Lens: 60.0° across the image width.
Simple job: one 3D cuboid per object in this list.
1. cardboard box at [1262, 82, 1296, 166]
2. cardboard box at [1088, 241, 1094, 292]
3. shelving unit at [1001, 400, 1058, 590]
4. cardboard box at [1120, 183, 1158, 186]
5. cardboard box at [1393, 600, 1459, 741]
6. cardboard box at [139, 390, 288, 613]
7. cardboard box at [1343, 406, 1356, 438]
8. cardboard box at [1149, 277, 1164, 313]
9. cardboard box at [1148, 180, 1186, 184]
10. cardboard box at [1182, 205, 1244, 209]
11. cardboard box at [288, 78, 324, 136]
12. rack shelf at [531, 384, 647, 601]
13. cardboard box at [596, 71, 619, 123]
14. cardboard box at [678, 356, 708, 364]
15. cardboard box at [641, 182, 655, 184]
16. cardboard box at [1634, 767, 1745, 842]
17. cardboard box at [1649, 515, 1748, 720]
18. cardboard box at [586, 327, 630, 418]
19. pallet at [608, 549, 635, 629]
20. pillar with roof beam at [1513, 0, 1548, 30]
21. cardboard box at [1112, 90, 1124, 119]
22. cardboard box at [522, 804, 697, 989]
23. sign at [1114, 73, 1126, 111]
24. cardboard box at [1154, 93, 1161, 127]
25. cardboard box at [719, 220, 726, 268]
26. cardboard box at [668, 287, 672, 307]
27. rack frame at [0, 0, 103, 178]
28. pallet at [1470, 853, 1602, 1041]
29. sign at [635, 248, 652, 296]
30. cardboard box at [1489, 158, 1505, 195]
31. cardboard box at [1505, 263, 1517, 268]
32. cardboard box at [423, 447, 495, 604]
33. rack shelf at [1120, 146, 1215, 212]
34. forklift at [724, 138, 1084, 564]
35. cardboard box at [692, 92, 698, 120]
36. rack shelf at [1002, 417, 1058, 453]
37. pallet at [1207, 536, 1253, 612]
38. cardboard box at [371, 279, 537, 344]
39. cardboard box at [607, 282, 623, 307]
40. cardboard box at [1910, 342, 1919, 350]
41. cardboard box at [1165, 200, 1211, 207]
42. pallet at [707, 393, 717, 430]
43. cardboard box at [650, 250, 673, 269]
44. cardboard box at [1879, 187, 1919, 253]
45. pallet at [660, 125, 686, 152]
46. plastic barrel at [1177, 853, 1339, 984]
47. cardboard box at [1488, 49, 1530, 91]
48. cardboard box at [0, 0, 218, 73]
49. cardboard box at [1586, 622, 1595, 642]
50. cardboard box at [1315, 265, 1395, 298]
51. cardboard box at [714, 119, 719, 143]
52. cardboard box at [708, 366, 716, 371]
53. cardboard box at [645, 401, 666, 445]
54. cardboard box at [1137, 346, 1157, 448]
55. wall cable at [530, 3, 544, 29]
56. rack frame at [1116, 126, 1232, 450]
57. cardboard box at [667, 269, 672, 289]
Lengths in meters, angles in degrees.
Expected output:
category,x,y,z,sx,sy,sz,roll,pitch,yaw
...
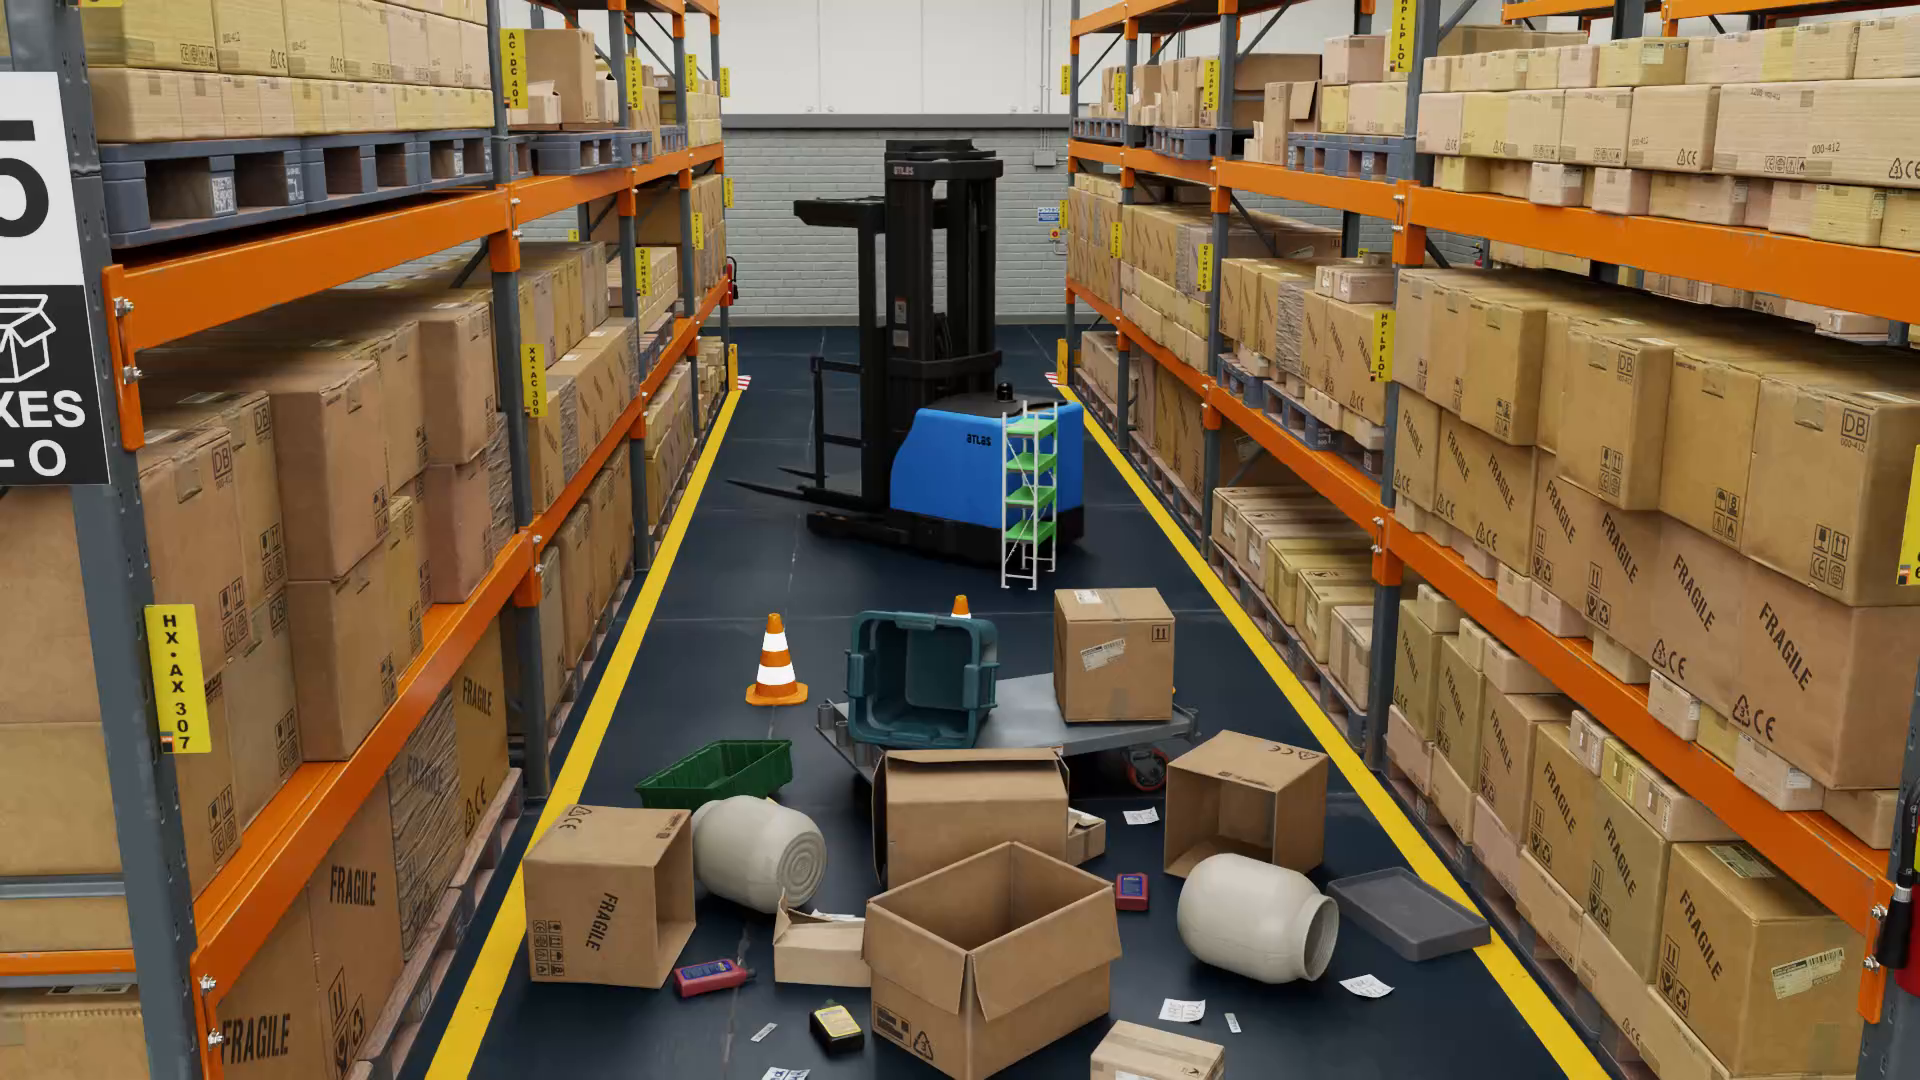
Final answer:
category,x,y,z,sx,sy,sz,roll,pitch,yaw
cardboard box,2.299,-2.600,10.391,0.700,0.500,0.500,-1,14,-3
cardboard box,1.619,-2.872,17.470,0.500,0.500,0.500,0,14,-2
shelving unit,0.477,-0.312,11.330,0.258,1.200,0.503,5,15,18
cardboard box,1.752,-3.377,16.124,0.380,0.149,0.250,-1,14,-3
cardboard box,2.265,0.576,7.438,0.500,0.500,0.500,0,14,-1
cardboard box,-2.298,-0.067,4.300,0.875,0.550,0.550,-1,14,-3
cardboard box,2.192,-0.611,8.543,0.380,0.149,0.250,-1,14,-5
cardboard box,1.847,-2.004,13.594,0.500,0.250,0.500,-1,14,-5
cardboard box,2.113,-3.576,16.895,0.380,0.149,0.250,-1,14,-4
cardboard box,2.281,-2.755,15.006,0.500,0.500,0.500,0,14,-2
cardboard box,-1.952,-1.168,4.486,0.380,0.149,0.250,-1,14,-3
rack shelf,-2.560,-0.387,9.456,1.077,0.370,4.000,-1,14,-3
cardboard box,-2.319,-2.639,9.879,0.500,0.311,0.500,-1,14,-3
cardboard box,-2.817,-1.817,17.252,0.380,0.149,0.250,-1,14,-3
cardboard box,-3.285,-3.273,16.424,0.500,0.500,0.500,-1,14,-2
cardboard box,2.347,0.820,5.187,0.380,0.149,0.250,0,14,-2
cardboard box,2.411,0.207,4.904,0.500,0.500,0.500,-1,14,-3
cardboard box,-2.358,-1.050,10.385,0.500,0.500,0.500,-1,14,-3
pallet,-2.710,0.315,10.880,1.003,0.211,1.213,-1,14,-3
pillar with roof beam,3.145,-6.925,21.382,9.100,9.000,0.400,-1,14,-3
cardboard box,1.644,-4.123,15.737,0.396,0.266,0.258,0,14,-2
cardboard box,-1.315,1.341,6.305,0.500,0.500,0.500,2,15,6
sign,1.449,-4.062,15.077,0.100,0.325,0.005,-1,14,-3
cardboard box,1.767,-3.461,13.364,0.396,0.266,0.258,0,14,1
cardboard box,-2.895,-3.307,18.563,0.500,0.500,0.500,-1,14,-2
cardboard box,-2.679,-2.087,14.280,0.380,0.149,0.250,-1,14,-4
rack frame,-2.188,-2.149,2.819,1.000,3.000,0.127,-1,14,-3
pallet,2.654,1.481,6.346,1.003,0.211,1.213,-1,14,-3
sign,-2.130,-1.803,11.191,0.100,0.325,0.005,-1,14,-3
cardboard box,2.359,-1.464,6.680,0.380,0.149,0.250,-1,14,-3
cardboard box,6.517,-3.132,19.182,0.380,0.149,0.250,-1,14,-2
cardboard box,-2.344,-0.083,6.528,0.875,0.550,0.550,-1,14,-3
rack shelf,2.127,-2.936,13.343,1.077,0.370,4.000,-1,14,-3
forklift,-0.544,-1.525,12.571,3.031,2.935,1.130,11,18,38
cardboard box,-2.748,-4.097,15.710,0.500,0.250,0.500,-1,14,-4
rack shelf,0.477,-0.715,11.227,0.258,0.148,0.480,5,15,18
pallet,2.298,0.210,11.286,1.003,0.211,1.213,-1,14,-3
cardboard box,-2.506,-1.022,8.272,0.700,0.500,0.500,-1,14,-4
cardboard box,-2.519,-1.722,11.667,0.380,0.149,0.250,-1,14,-3
cardboard box,6.988,-1.225,11.570,0.500,0.250,0.500,-1,14,-3
cardboard box,2.215,-2.984,15.898,0.500,0.500,0.500,-1,14,-3
pallet,-3.087,-1.348,17.342,1.003,0.211,1.213,-1,14,-3
cardboard box,-2.694,-2.434,14.434,0.380,0.149,0.250,-1,14,-5
cardboard box,2.445,-0.760,3.947,0.380,0.149,0.250,-1,14,-3
pallet,-3.000,-3.434,14.212,1.213,0.211,1.003,-1,14,-3
plastic barrel,1.107,1.412,6.188,0.512,0.421,0.421,10,18,35
cardboard box,2.234,-1.778,6.301,0.380,0.149,0.250,-1,14,-4
cardboard box,-1.962,-1.143,3.591,0.500,0.250,0.500,-1,14,-4
cardboard box,2.434,0.306,5.820,0.380,0.149,0.250,-1,14,-3
cardboard box,2.148,-1.400,9.006,0.380,0.149,0.250,-2,15,-6
cardboard box,-2.848,-4.367,17.760,0.500,0.250,0.500,-1,14,-3
cardboard box,-2.785,-1.741,17.554,0.380,0.149,0.250,0,14,-1
cardboard box,-2.516,-0.890,12.636,0.500,0.250,0.500,-1,14,-4
cardboard box,2.121,-1.351,15.178,0.875,0.875,0.875,0,14,-2
wall cable,-5.046,-9.094,23.356,2.277,5.999,0.120,-1,14,-3
rack frame,2.003,-2.329,15.560,1.000,3.000,0.127,-1,14,-3
cardboard box,-2.680,-2.231,14.240,0.380,0.149,0.250,0,14,-1
